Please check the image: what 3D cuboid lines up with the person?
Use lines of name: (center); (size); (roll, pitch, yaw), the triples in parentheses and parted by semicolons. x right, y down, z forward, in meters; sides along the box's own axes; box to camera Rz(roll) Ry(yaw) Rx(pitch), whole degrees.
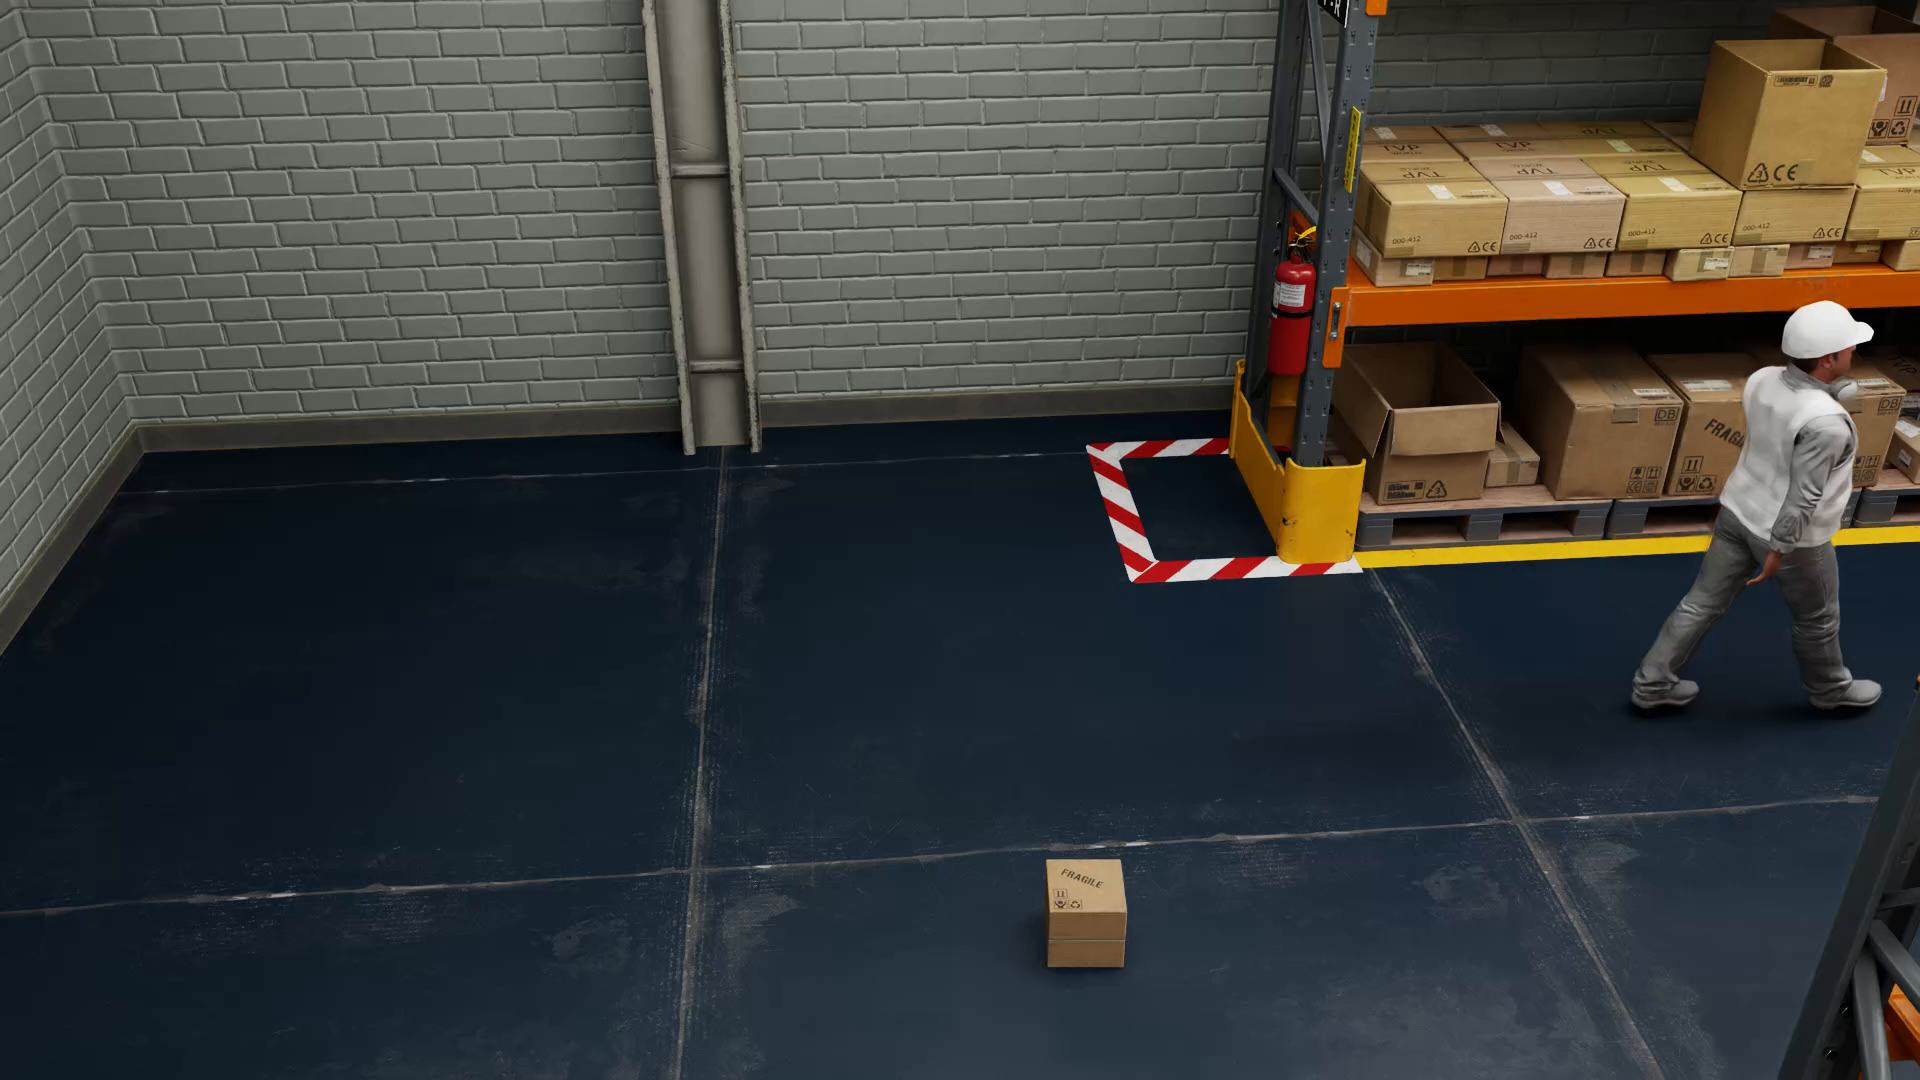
person: (3.162, -0.112, 6.267); (1.014, 1.712, 0.543); (-7, 32, -11)
